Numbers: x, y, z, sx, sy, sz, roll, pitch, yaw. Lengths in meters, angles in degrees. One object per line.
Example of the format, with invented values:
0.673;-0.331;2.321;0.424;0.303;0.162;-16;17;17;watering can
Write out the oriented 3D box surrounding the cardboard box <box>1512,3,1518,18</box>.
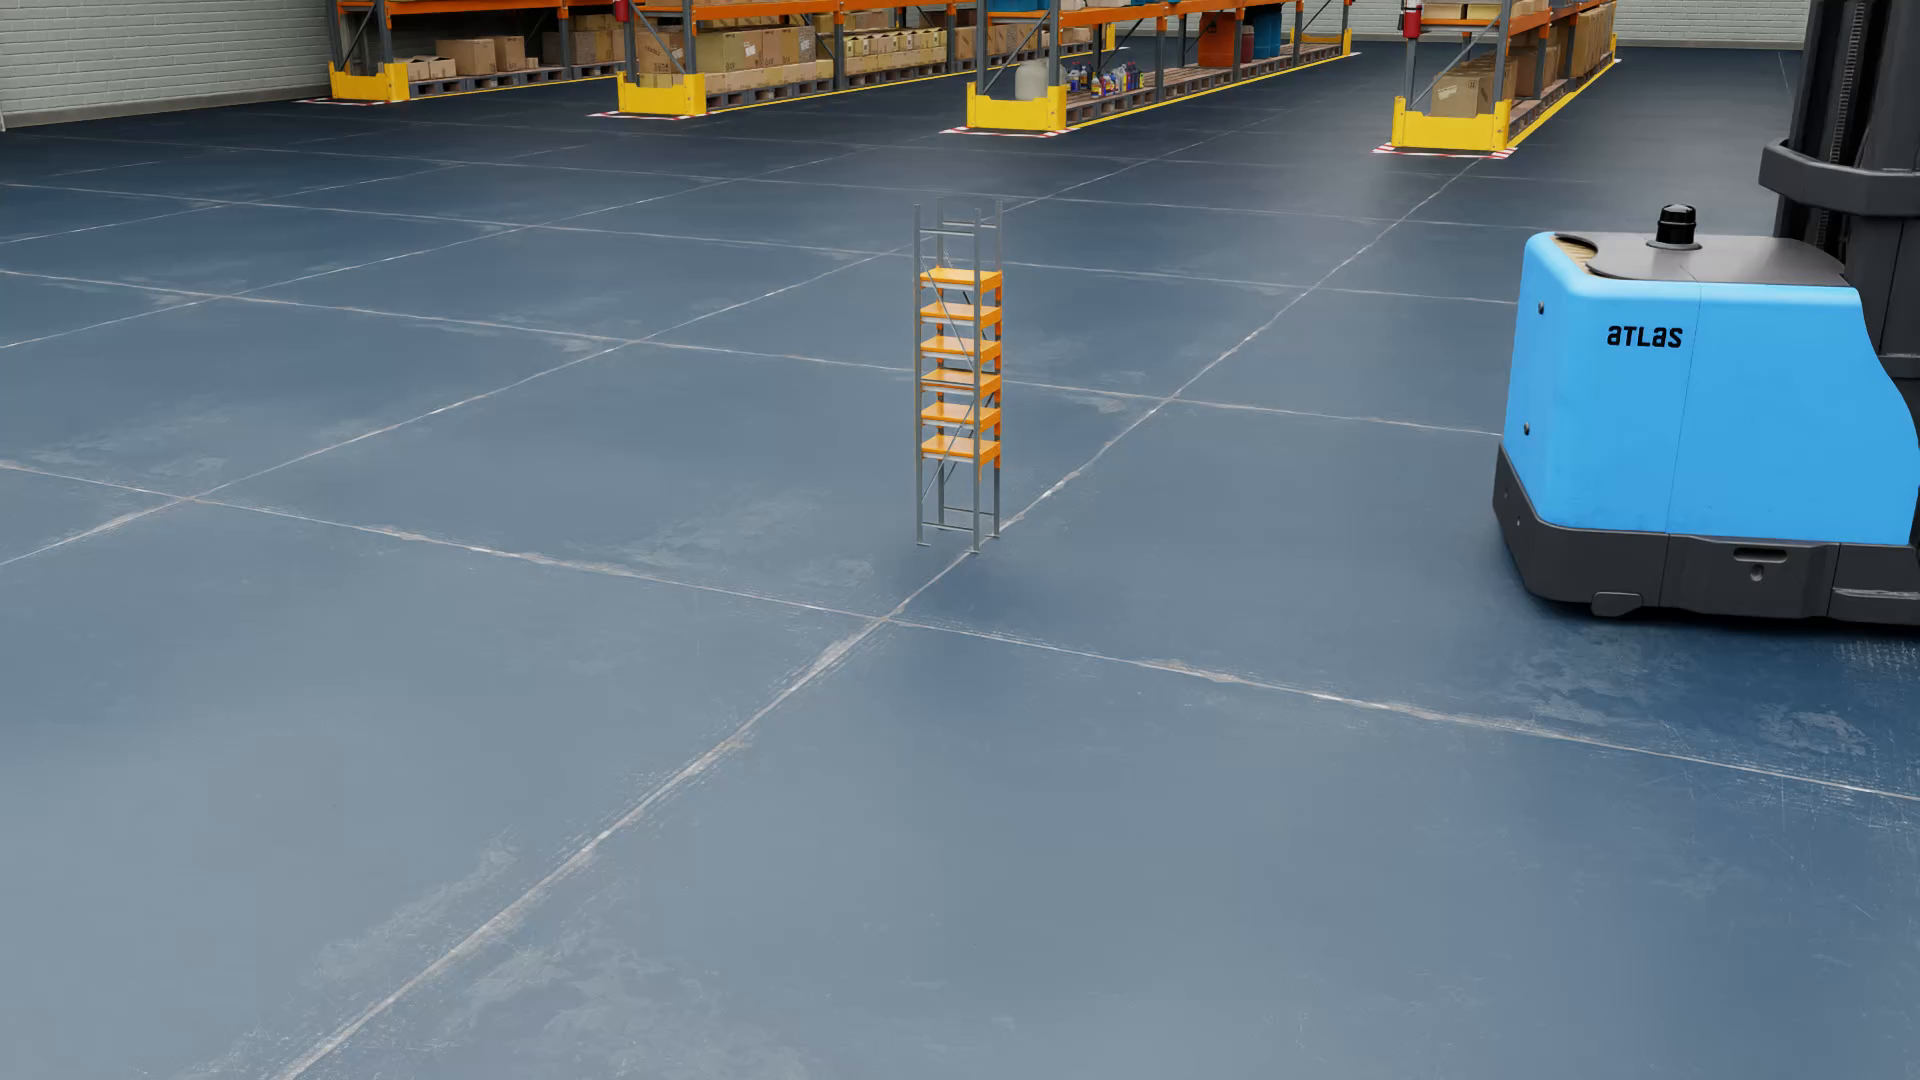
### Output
5.765;-5.681;17.842;0.380;0.149;0.250;9;21;23;cardboard box

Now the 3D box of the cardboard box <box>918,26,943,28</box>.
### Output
-0.397;-8.751;29.171;0.500;0.500;0.500;9;22;25;cardboard box

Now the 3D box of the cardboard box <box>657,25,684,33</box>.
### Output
-5.334;-8.884;29.546;0.700;0.500;0.500;9;21;23;cardboard box

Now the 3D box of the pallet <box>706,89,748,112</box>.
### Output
-3.566;-5.883;22.196;1.003;0.211;1.213;9;21;23;pallet

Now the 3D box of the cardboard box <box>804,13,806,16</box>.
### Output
-3.289;-10.827;34.073;0.380;0.149;0.250;8;21;22;cardboard box

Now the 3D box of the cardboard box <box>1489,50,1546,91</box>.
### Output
7.316;-6.177;21.936;0.700;0.500;0.500;8;21;22;cardboard box

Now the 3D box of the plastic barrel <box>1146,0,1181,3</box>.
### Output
2.749;-7.812;22.710;0.600;0.901;0.708;9;21;23;plastic barrel

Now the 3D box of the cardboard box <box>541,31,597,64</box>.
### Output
-6.438;-8.115;27.386;0.700;0.500;0.500;9;22;25;cardboard box

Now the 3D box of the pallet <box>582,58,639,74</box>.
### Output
-5.909;-8.157;28.591;1.003;0.211;1.213;9;21;23;pallet

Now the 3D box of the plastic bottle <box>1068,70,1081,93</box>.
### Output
1.499;-6.033;21.865;0.152;0.276;0.135;9;21;23;plastic bottle

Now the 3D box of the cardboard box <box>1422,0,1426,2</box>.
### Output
5.540;-6.118;18.102;0.875;0.500;0.500;9;21;23;cardboard box

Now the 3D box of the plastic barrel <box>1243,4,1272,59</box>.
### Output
5.062;-8.774;28.667;0.600;0.901;0.708;9;21;23;plastic barrel

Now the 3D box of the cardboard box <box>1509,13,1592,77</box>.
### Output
8.772;-7.447;24.977;1.225;0.875;0.875;8;21;20;cardboard box

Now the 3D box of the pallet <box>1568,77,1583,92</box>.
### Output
8.862;-6.959;25.222;1.003;0.211;1.213;9;21;23;pallet

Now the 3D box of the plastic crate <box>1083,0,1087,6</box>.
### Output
1.501;-7.023;21.557;0.450;0.188;0.662;9;21;23;plastic crate

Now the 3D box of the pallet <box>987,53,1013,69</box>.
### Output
0.276;-8.684;30.071;1.003;0.211;1.213;9;21;23;pallet

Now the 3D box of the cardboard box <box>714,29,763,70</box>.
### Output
-3.023;-6.654;22.560;0.500;0.500;0.500;9;21;23;cardboard box

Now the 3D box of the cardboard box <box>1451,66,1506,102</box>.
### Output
5.953;-5.182;19.167;0.500;0.500;0.500;11;22;28;cardboard box

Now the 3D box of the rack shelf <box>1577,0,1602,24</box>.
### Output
9.290;-8.315;25.946;1.077;0.370;4.000;9;21;23;rack shelf

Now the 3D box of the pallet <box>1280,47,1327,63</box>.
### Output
6.354;-9.235;31.623;1.003;0.211;1.213;9;21;23;pallet

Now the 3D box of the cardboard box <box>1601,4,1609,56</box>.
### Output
10.820;-8.928;29.141;0.875;0.875;0.875;9;21;23;cardboard box

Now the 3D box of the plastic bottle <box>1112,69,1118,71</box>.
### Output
2.089;-6.141;22.168;0.152;0.276;0.135;9;21;23;plastic bottle

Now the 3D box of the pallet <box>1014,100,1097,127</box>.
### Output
1.002;-5.240;20.388;1.003;0.211;1.213;9;21;23;pallet

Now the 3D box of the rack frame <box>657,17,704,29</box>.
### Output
-5.086;-10.081;29.840;1.000;3.000;0.127;9;21;23;rack frame

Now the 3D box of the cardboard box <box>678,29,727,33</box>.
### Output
-3.497;-6.725;22.761;0.500;0.500;0.500;9;21;23;cardboard box

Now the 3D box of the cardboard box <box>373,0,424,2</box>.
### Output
-7.873;-7.680;23.282;0.500;0.250;0.500;8;21;21;cardboard box

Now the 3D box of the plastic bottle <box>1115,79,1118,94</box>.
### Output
2.009;-5.905;21.617;0.097;0.201;0.097;0;20;0;plastic bottle

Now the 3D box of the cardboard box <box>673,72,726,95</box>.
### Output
-3.419;-5.993;21.821;0.500;0.250;0.500;9;21;23;cardboard box

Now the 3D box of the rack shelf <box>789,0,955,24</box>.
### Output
-1.384;-8.453;26.333;1.077;0.370;4.000;9;21;23;rack shelf

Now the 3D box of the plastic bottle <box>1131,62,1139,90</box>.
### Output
2.313;-6.222;22.285;0.144;0.351;0.185;8;21;21;plastic bottle

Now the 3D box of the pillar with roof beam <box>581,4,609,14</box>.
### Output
-2.480;-12.039;26.390;9.100;9.000;0.400;9;21;23;pillar with roof beam

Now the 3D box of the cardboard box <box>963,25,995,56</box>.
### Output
0.301;-8.846;29.439;0.500;0.500;0.500;8;21;22;cardboard box

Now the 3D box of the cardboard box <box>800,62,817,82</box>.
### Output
-2.408;-6.759;23.975;0.500;0.250;0.500;9;21;23;cardboard box

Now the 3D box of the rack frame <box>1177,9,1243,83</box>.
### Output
3.952;-8.722;26.018;1.000;3.000;0.127;9;21;23;rack frame

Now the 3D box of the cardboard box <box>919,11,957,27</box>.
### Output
-0.377;-9.122;29.096;0.500;0.250;0.500;9;22;25;cardboard box

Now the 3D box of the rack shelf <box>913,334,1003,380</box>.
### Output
-0.006;-0.632;5.730;0.258;0.103;0.180;9;21;23;rack shelf

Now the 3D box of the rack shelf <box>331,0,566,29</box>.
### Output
-7.543;-7.908;24.803;1.077;0.370;4.000;9;21;23;rack shelf

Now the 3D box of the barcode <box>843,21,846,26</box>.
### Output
-1.719;-7.683;24.737;0.001;0.075;0.075;9;21;23;barcode

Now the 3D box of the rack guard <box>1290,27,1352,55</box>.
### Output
7.226;-9.999;33.339;1.175;0.500;0.348;9;21;23;rack guard

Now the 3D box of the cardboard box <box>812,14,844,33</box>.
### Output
-2.840;-10.692;34.660;0.700;0.500;0.500;8;21;22;cardboard box

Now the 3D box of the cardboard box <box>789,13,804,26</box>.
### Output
-3.596;-10.273;32.959;0.750;0.750;0.750;9;21;23;cardboard box

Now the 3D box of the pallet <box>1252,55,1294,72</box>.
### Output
5.236;-8.401;29.276;1.003;0.211;1.213;9;21;23;pallet

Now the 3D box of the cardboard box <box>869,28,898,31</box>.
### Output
-1.255;-8.288;27.437;0.500;0.311;0.500;8;21;21;cardboard box

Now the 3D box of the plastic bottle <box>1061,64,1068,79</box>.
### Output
1.354;-6.081;21.888;0.144;0.351;0.185;8;21;22;plastic bottle

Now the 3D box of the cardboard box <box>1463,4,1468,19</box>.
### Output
5.226;-5.670;17.811;0.380;0.149;0.250;9;21;23;cardboard box

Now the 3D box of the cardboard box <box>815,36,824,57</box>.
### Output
-2.299;-7.510;25.249;0.500;0.311;0.500;9;21;23;cardboard box

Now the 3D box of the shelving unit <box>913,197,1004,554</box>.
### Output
-0.006;-0.561;5.755;0.258;1.200;0.189;9;21;23;shelving unit

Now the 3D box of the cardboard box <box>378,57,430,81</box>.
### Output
-7.997;-6.775;23.900;0.500;0.311;0.500;6;20;17;cardboard box

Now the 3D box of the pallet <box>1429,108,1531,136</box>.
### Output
6.092;-4.921;19.492;1.003;0.211;1.213;9;21;23;pallet

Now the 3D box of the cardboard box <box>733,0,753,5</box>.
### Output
-3.219;-7.458;22.313;0.700;0.500;0.500;9;21;23;cardboard box

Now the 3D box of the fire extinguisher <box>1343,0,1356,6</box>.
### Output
7.704;-10.939;32.924;0.296;0.674;0.183;9;21;23;fire extinguisher

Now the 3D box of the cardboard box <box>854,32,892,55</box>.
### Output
-1.386;-7.750;25.923;0.500;0.311;0.500;8;21;21;cardboard box

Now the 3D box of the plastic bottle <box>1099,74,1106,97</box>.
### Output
1.812;-5.782;21.148;0.061;0.283;0.133;9;21;24;plastic bottle

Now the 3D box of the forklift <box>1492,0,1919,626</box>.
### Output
3.377;-1.214;5.009;3.031;2.935;1.130;3;20;9;forklift

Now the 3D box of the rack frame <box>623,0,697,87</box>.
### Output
-3.841;-6.957;21.055;1.000;3.000;0.127;9;21;23;rack frame

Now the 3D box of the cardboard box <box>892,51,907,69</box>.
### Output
-1.183;-7.642;26.457;0.500;0.250;0.500;9;21;24;cardboard box

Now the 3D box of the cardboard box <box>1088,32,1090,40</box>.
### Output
2.465;-10.409;34.334;0.380;0.166;0.250;9;21;23;cardboard box
